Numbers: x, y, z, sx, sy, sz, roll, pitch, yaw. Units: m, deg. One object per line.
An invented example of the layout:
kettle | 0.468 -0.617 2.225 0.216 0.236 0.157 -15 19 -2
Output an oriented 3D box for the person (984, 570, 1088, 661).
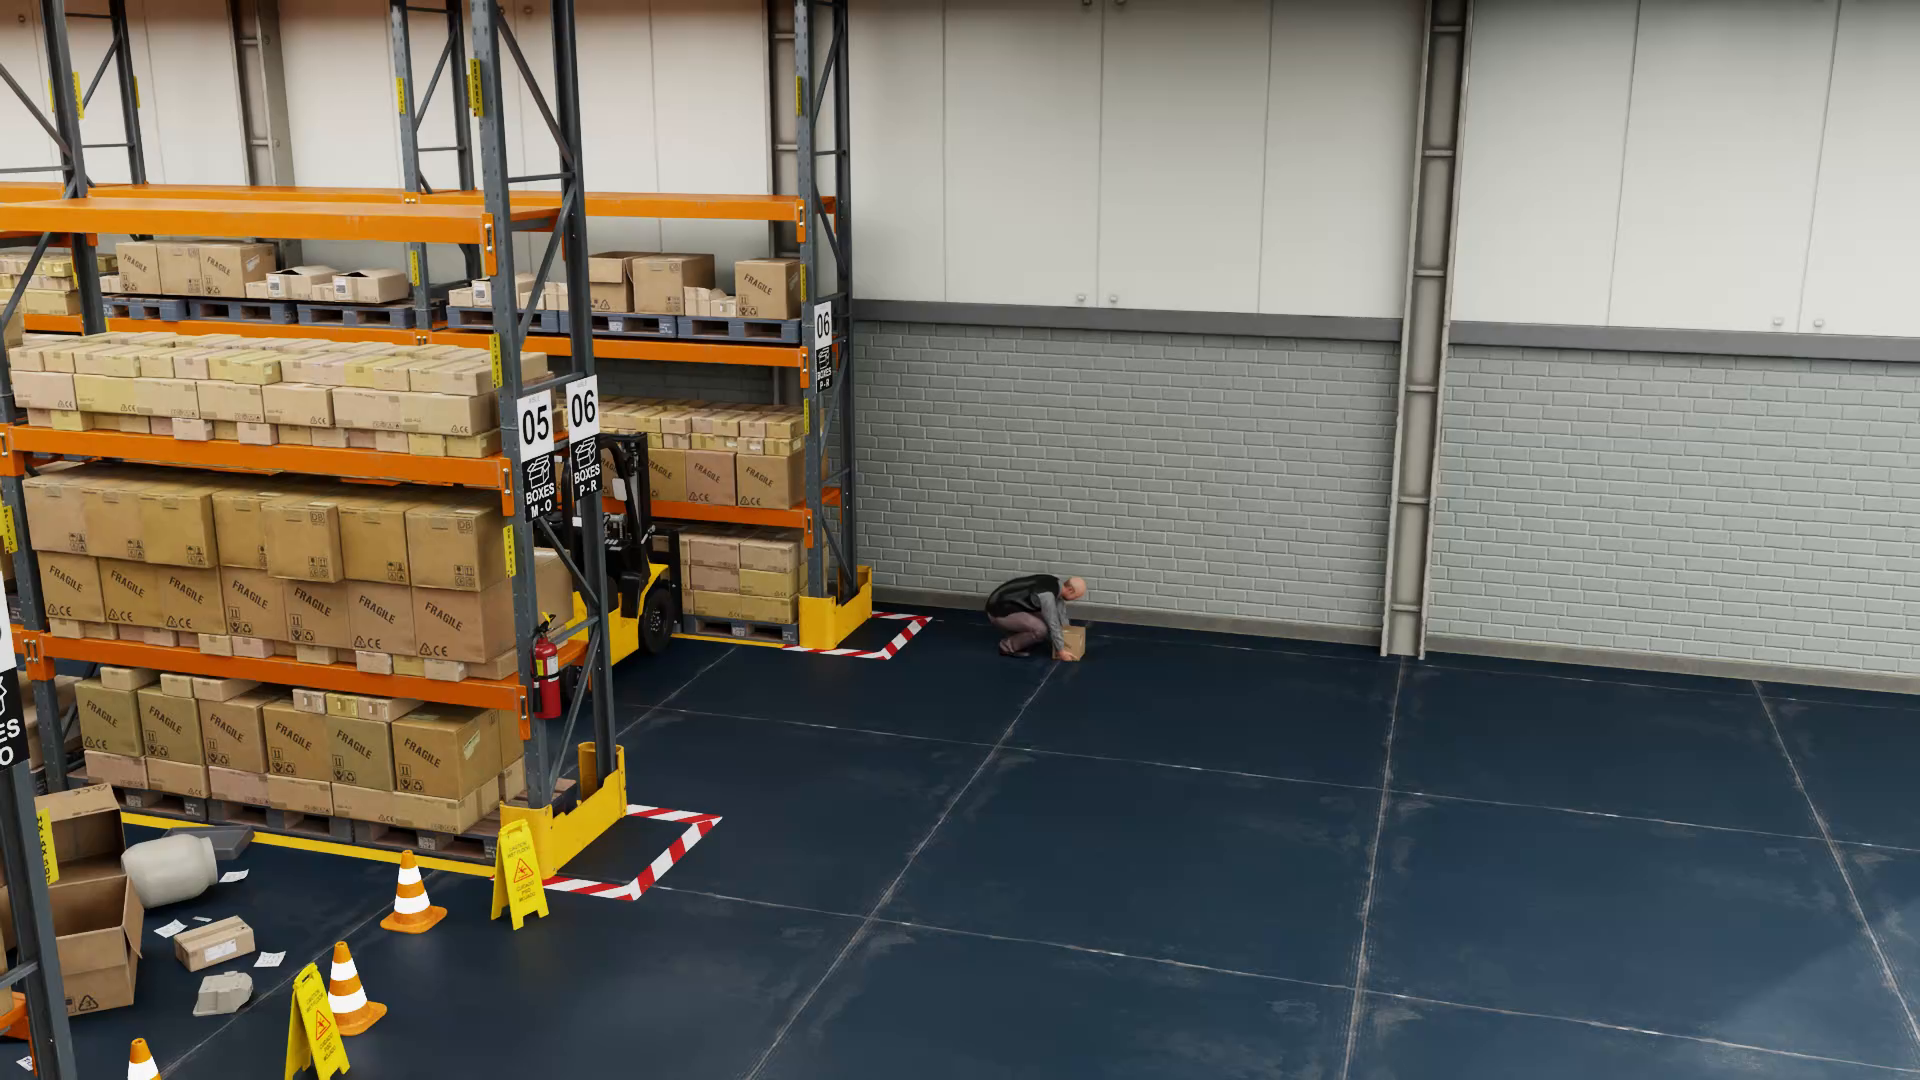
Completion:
person | 0.703 0.677 15.377 0.946 0.804 0.506 4 15 15
